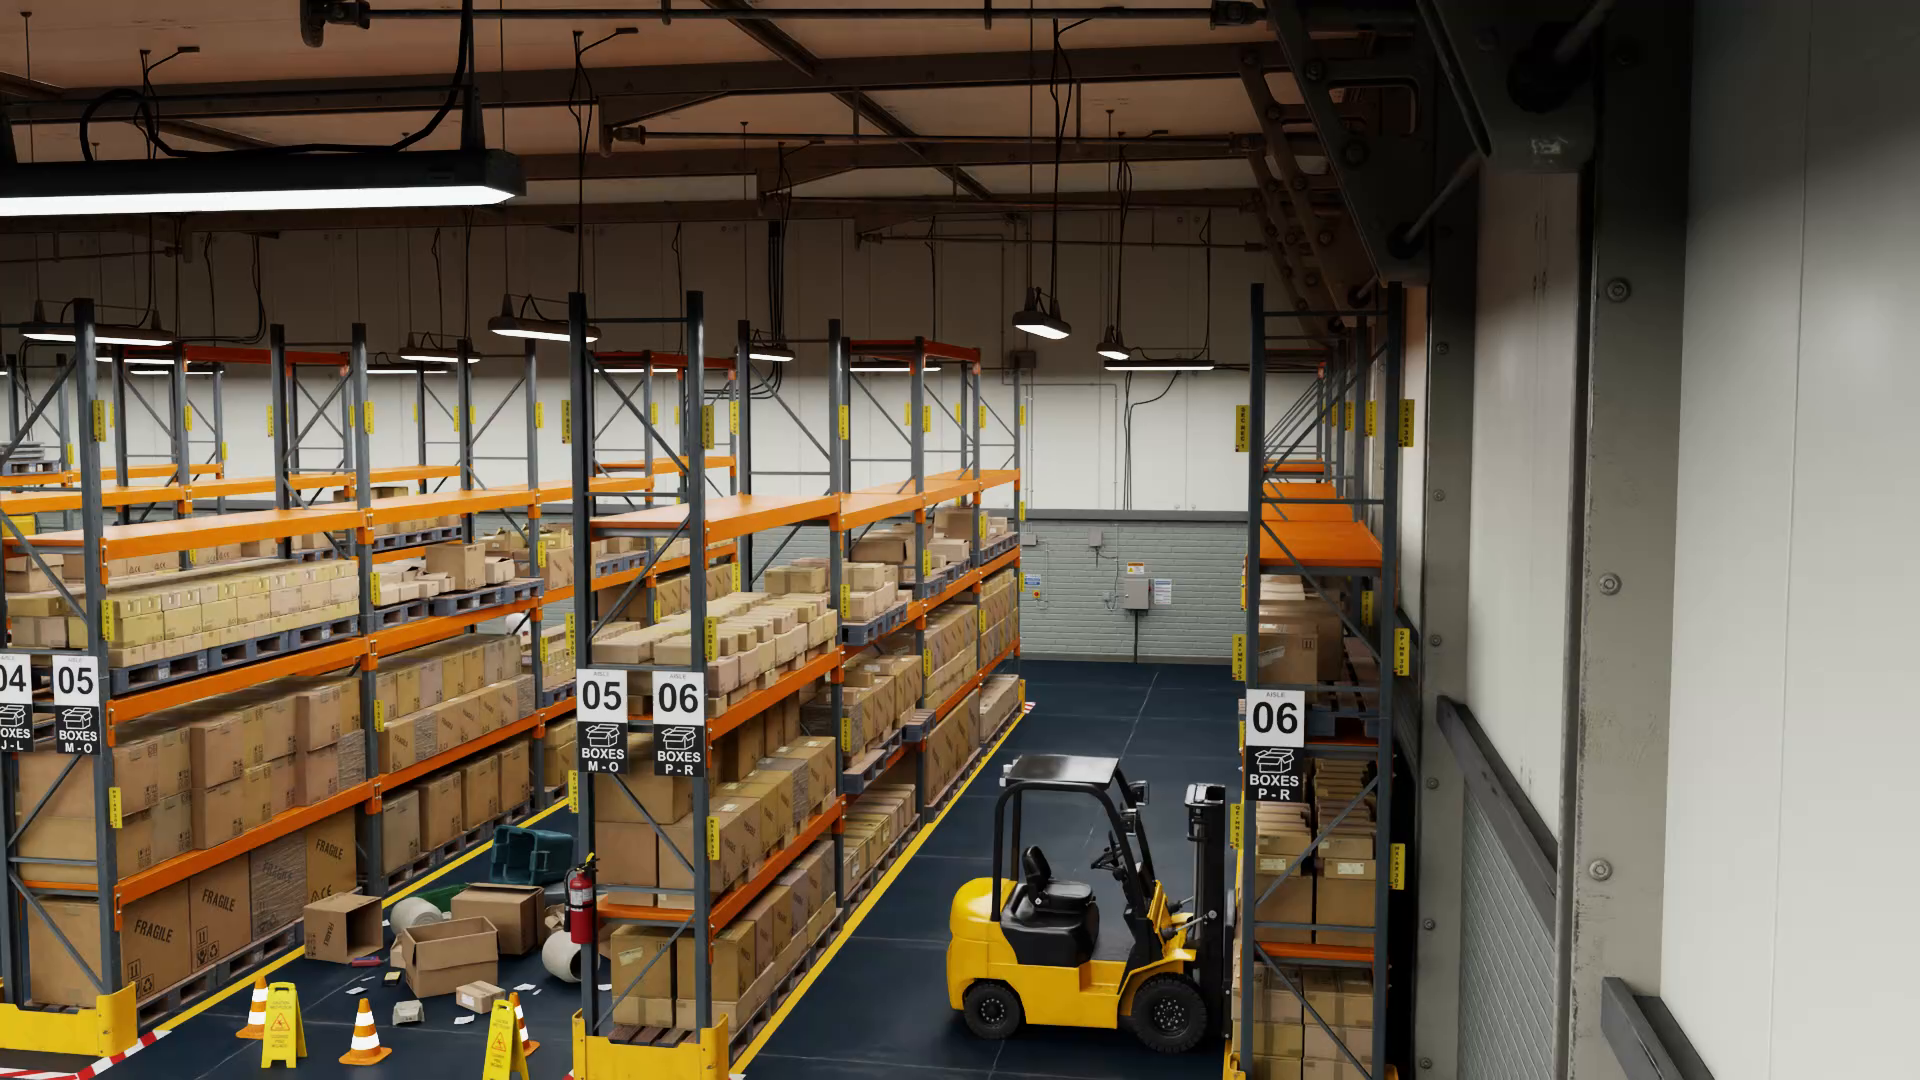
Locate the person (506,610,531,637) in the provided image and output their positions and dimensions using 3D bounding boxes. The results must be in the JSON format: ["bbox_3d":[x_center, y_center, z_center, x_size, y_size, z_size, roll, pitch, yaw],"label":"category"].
[{"bbox_3d":[-7.810,1.914,29.414,0.608,1.744,0.539,2,5,19],"label":"person"}]
